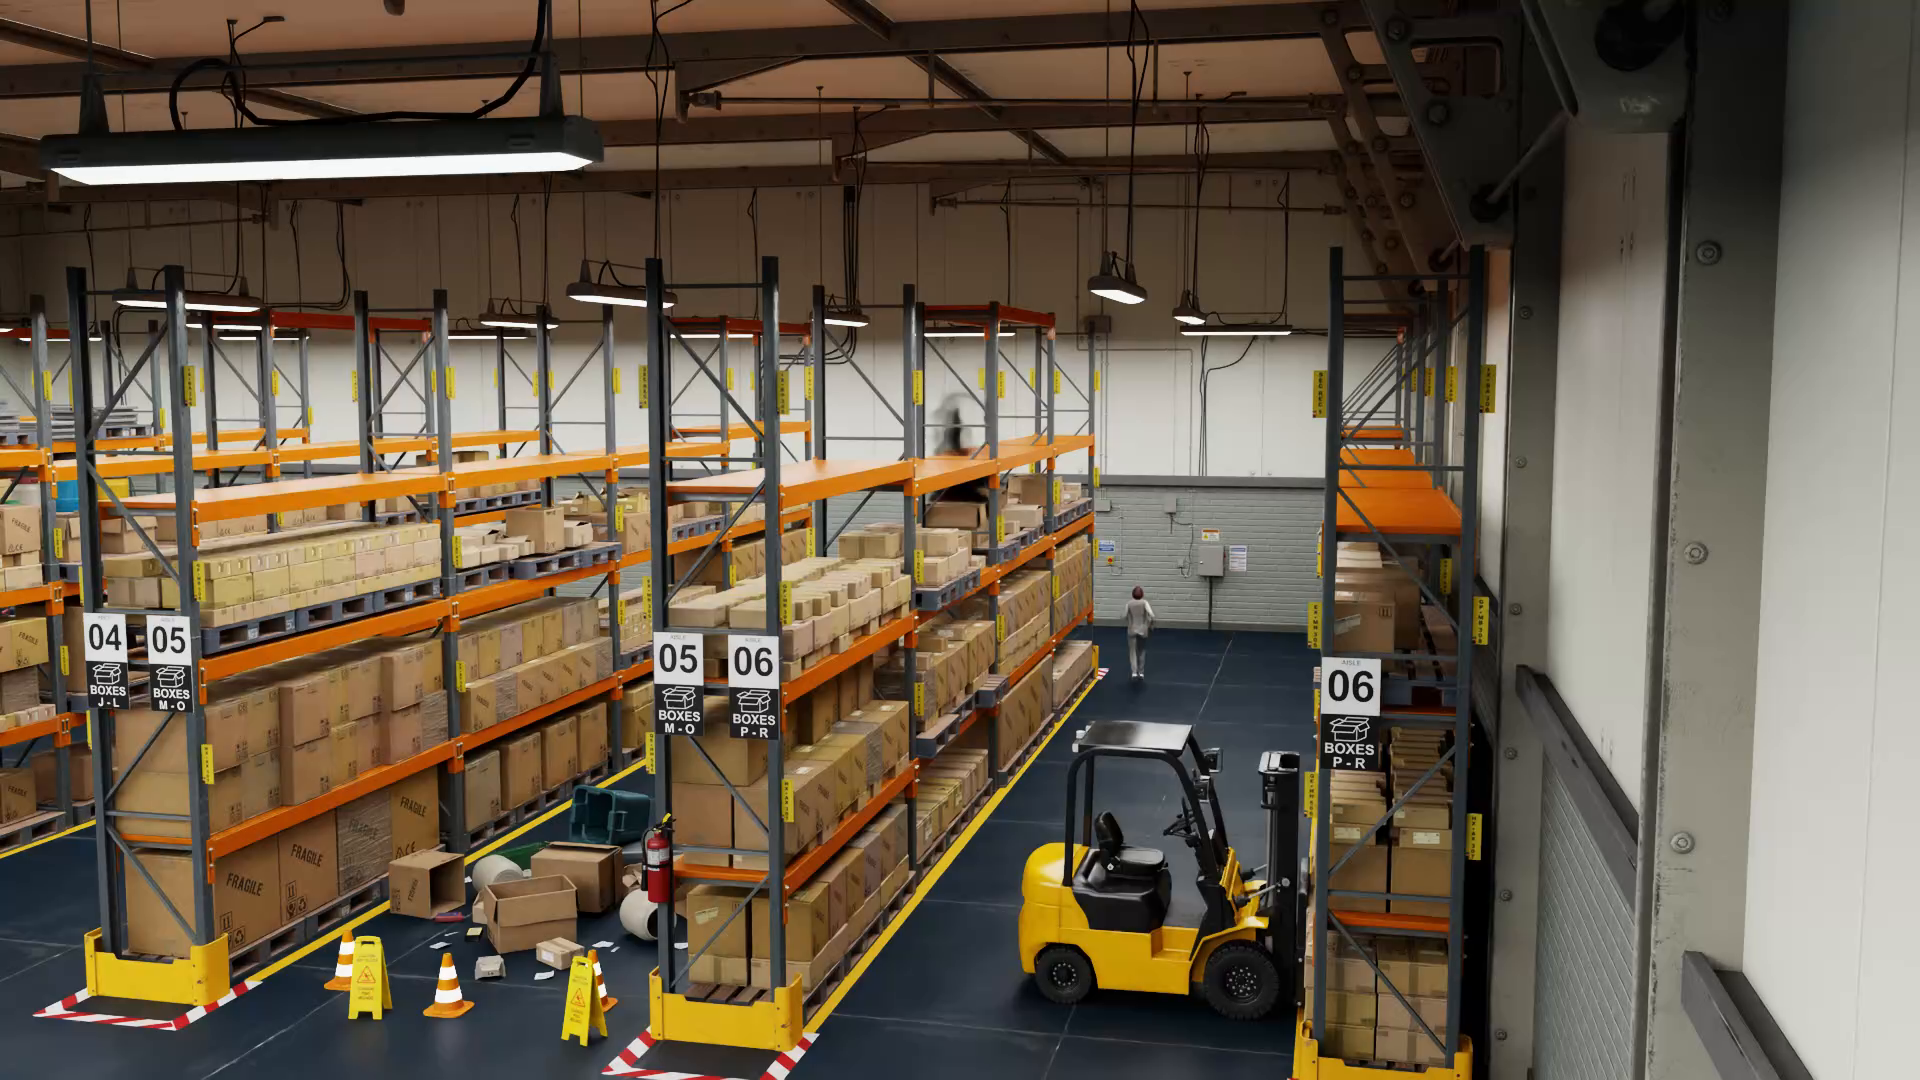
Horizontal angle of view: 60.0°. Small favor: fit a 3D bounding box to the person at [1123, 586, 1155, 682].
[{"bbox_3d":[2.953,1.562,27.552,0.520,1.612,0.829,0,6,5],"label":"person"}]
